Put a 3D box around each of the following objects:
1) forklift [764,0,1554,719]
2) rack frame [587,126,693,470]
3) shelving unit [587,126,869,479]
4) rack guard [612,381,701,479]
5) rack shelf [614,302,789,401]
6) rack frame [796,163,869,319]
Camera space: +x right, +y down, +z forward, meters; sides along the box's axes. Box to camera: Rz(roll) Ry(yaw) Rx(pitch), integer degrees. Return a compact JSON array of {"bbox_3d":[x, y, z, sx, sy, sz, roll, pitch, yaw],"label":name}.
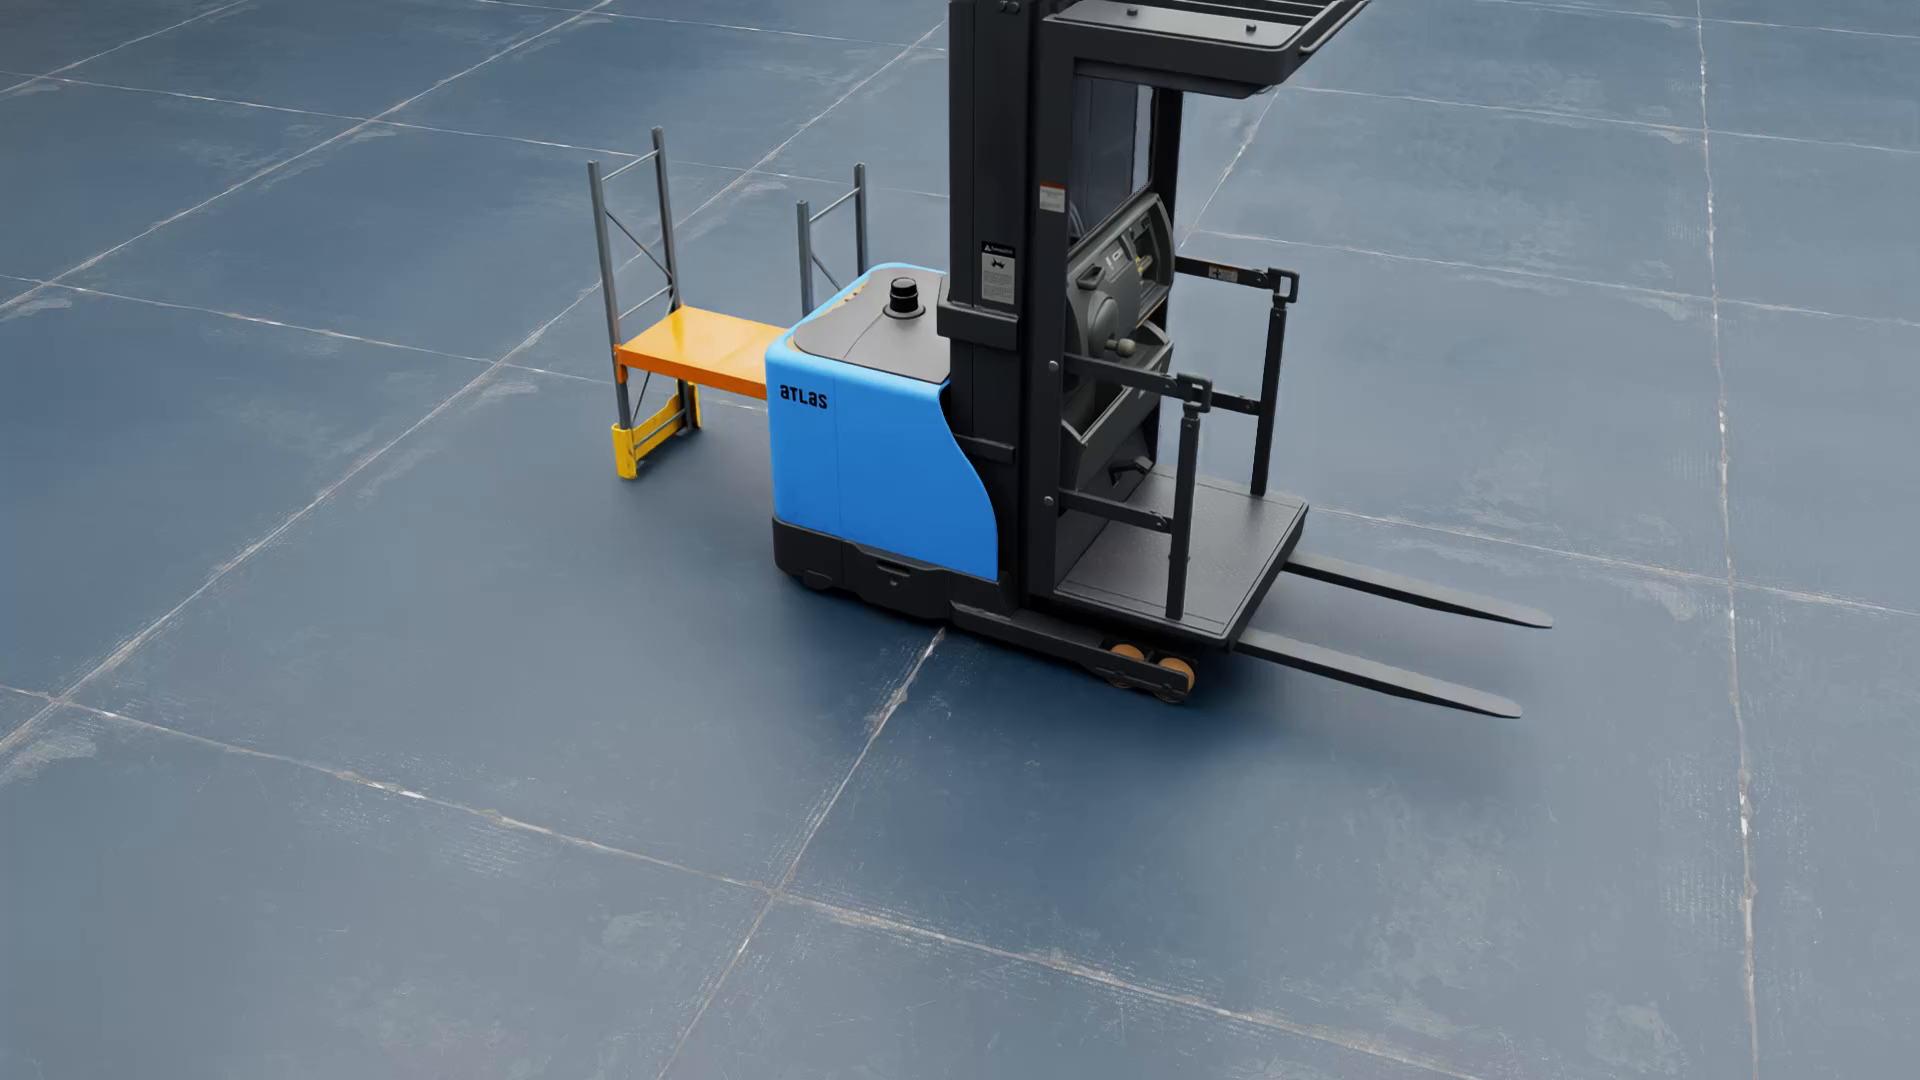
[{"bbox_3d":[0.775,-0.947,6.014,3.031,2.935,1.130,15,36,22],"label":"forklift"},{"bbox_3d":[-1.428,-1.063,7.513,0.032,1.500,0.500,15,36,22],"label":"rack frame"},{"bbox_3d":[-0.981,-0.941,7.325,1.083,1.500,0.587,15,36,22],"label":"shelving unit"},{"bbox_3d":[-1.426,-0.537,7.852,0.087,0.250,0.587,15,36,22],"label":"rack guard"},{"bbox_3d":[-0.973,-0.788,7.419,1.000,0.185,0.538,15,36,22],"label":"rack shelf"},{"bbox_3d":[-0.519,-0.815,7.130,0.032,1.500,0.500,15,36,22],"label":"rack frame"}]
